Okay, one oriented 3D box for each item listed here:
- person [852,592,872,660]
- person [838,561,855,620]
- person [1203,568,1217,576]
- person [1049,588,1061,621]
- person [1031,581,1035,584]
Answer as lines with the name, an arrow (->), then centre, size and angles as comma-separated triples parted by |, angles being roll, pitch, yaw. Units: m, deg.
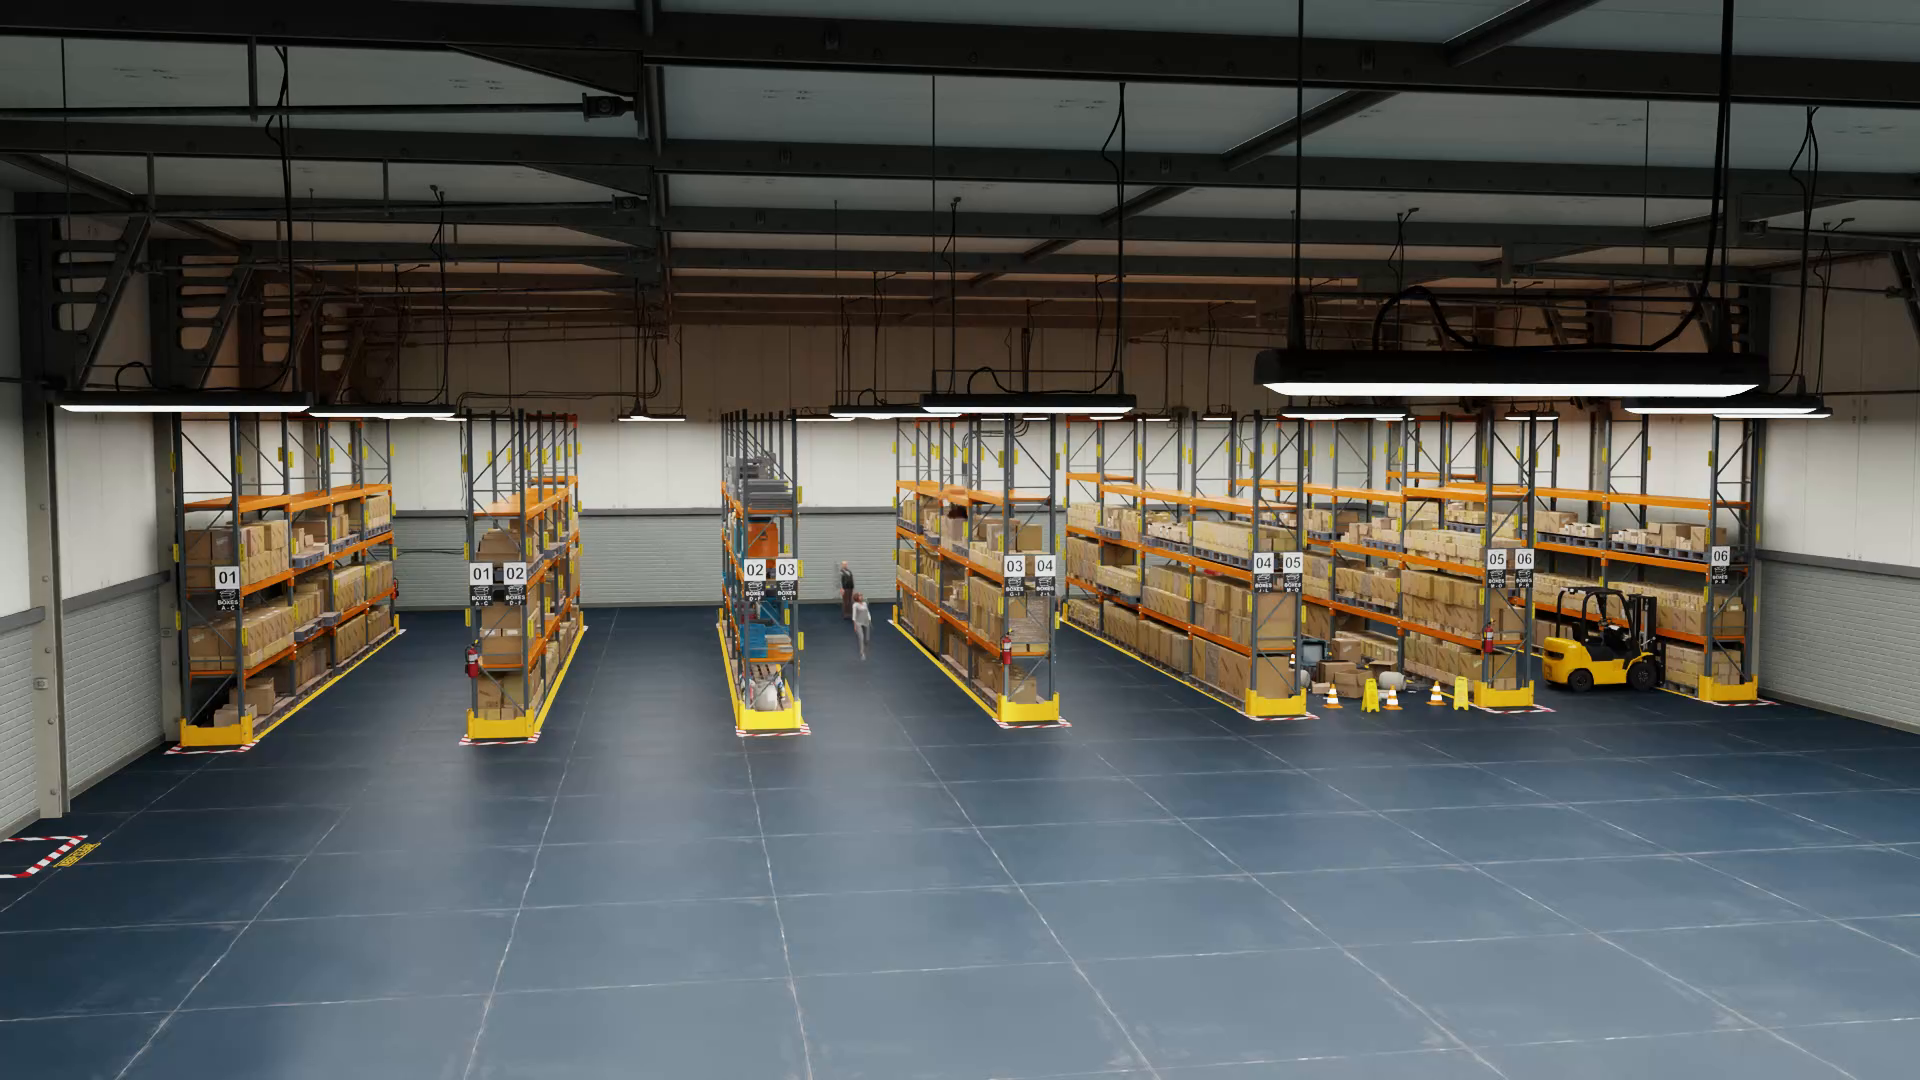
person -> -2.286, 1.986, 38.747 | 0.464, 1.538, 0.703 | -1, 4, -17
person -> -3.308, 1.492, 48.594 | 0.500, 1.745, 0.591 | 2, 5, 29
person -> 7.769, 1.272, 51.520 | 0.876, 1.682, 0.578 | -1, 4, -17
person -> 2.442, 1.828, 44.379 | 0.477, 1.594, 0.976 | -1, 4, -10
person -> 1.741, 1.859, 39.858 | 0.565, 1.804, 0.889 | -1, 4, -7
